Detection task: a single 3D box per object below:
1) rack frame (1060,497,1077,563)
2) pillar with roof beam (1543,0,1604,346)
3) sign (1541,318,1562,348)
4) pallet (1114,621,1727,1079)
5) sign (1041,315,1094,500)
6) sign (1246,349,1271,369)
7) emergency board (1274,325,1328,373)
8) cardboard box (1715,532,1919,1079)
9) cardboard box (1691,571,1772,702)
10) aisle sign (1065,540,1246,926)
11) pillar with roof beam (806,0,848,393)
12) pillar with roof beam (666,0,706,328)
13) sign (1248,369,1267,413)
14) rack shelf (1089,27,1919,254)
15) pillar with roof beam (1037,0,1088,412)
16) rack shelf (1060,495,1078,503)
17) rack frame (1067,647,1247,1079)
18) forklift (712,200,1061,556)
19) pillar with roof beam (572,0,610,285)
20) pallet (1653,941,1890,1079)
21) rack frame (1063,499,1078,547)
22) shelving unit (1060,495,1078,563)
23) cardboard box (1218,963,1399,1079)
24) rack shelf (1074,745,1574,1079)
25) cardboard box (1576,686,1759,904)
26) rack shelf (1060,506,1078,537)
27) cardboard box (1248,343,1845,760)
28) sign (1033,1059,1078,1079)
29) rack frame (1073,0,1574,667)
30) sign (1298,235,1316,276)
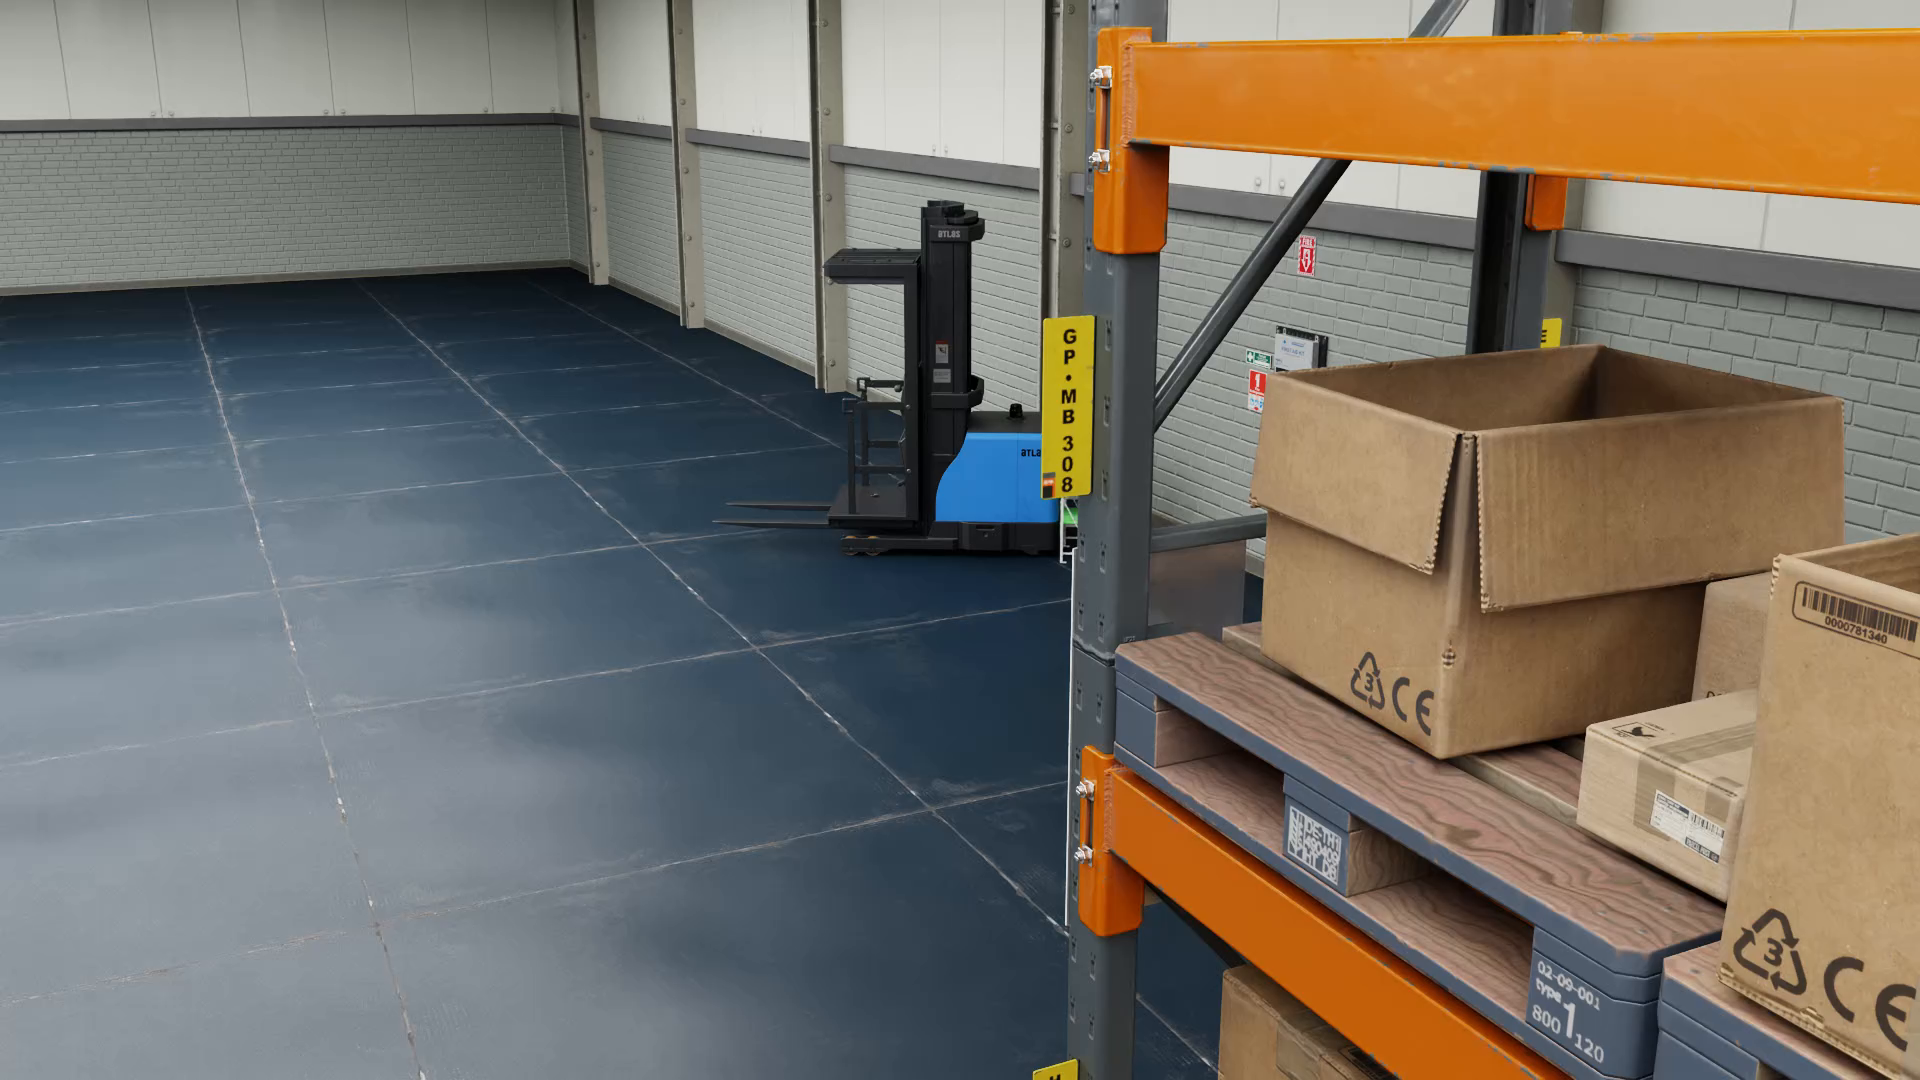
[{"bbox_3d":[0.967,-0.380,13.898,0.240,1.200,0.015,2,16,6],"label":"rack frame"},{"bbox_3d":[-0.270,-2.782,8.132,9.100,9.000,0.400,-8,18,-25],"label":"pillar with roof beam"},{"bbox_3d":[1.187,-0.292,3.431,0.100,0.325,0.005,-8,18,-25],"label":"sign"},{"bbox_3d":[0.980,0.378,2.716,1.003,0.211,1.213,-8,18,-25],"label":"pallet"},{"bbox_3d":[0.192,-0.235,2.966,0.100,0.325,0.005,-8,18,-25],"label":"sign"},{"bbox_3d":[2.397,-1.456,13.359,0.001,0.109,0.331,-8,18,-25],"label":"sign"},{"bbox_3d":[2.552,-1.036,12.924,0.194,1.169,0.643,-8,18,-25],"label":"emergency board"},{"bbox_3d":[1.175,0.285,1.685,0.500,0.500,0.500,-8,18,-25],"label":"cardboard box"},{"bbox_3d":[1.435,0.214,2.385,0.500,0.250,0.500,-8,18,-25],"label":"cardboard box"},{"bbox_3d":[0.389,0.370,3.309,0.394,0.787,0.004,-8,18,-25],"label":"aisle sign"},{"bbox_3d":[-5.527,-5.758,18.501,9.100,9.000,0.400,-8,18,-25],"label":"pillar with roof beam"},{"bbox_3d":[-8.155,-7.246,23.685,9.100,9.000,0.400,-8,18,-25],"label":"pillar with roof beam"},{"bbox_3d":[2.402,-1.203,13.440,0.001,0.329,0.234,-8,18,-25],"label":"sign"},{"bbox_3d":[1.569,-0.250,1.338,1.077,0.370,4.000,-8,18,-25],"label":"rack shelf"},{"bbox_3d":[-2.898,-4.270,13.316,9.100,9.000,0.400,-8,18,-25],"label":"pillar with roof beam"},{"bbox_3d":[0.995,-0.385,14.149,0.258,0.148,0.480,2,16,6],"label":"rack shelf"},{"bbox_3d":[0.693,1.599,3.739,1.000,3.000,0.127,-8,18,-25],"label":"rack frame"},{"bbox_3d":[-0.629,-1.419,14.383,3.031,2.935,1.130,1,16,3],"label":"forklift"},{"bbox_3d":[-10.784,-8.733,28.869,9.100,9.000,0.400,-8,18,-25],"label":"pillar with roof beam"},{"bbox_3d":[1.518,0.681,1.660,1.003,0.211,1.213,-8,18,-25],"label":"pallet"},{"bbox_3d":[1.024,-0.513,14.364,0.240,1.200,0.015,2,16,6],"label":"rack frame"},{"bbox_3d":[0.995,-0.446,14.131,0.258,1.200,0.503,2,16,6],"label":"shelving unit"},{"bbox_3d":[0.909,1.058,3.092,0.700,0.500,0.500,-8,18,-25],"label":"cardboard box"},{"bbox_3d":[1.569,0.999,1.697,1.077,0.370,4.000,-8,18,-25],"label":"rack shelf"},{"bbox_3d":[1.050,0.322,2.192,0.380,0.149,0.250,-8,18,-25],"label":"cardboard box"},{"bbox_3d":[0.995,-0.154,14.215,0.258,0.148,0.480,2,16,6],"label":"rack shelf"},{"bbox_3d":[0.941,-0.018,2.736,0.797,0.503,0.637,-6,17,-21],"label":"cardboard box"},{"bbox_3d":[0.192,1.211,3.381,0.100,0.325,0.005,-8,18,-25],"label":"sign"},{"bbox_3d":[0.693,-1.284,2.912,1.000,3.000,0.127,-8,18,-25],"label":"rack frame"},{"bbox_3d":[2.638,-2.165,12.653,0.001,0.298,0.199,-8,18,-25],"label":"sign"}]
